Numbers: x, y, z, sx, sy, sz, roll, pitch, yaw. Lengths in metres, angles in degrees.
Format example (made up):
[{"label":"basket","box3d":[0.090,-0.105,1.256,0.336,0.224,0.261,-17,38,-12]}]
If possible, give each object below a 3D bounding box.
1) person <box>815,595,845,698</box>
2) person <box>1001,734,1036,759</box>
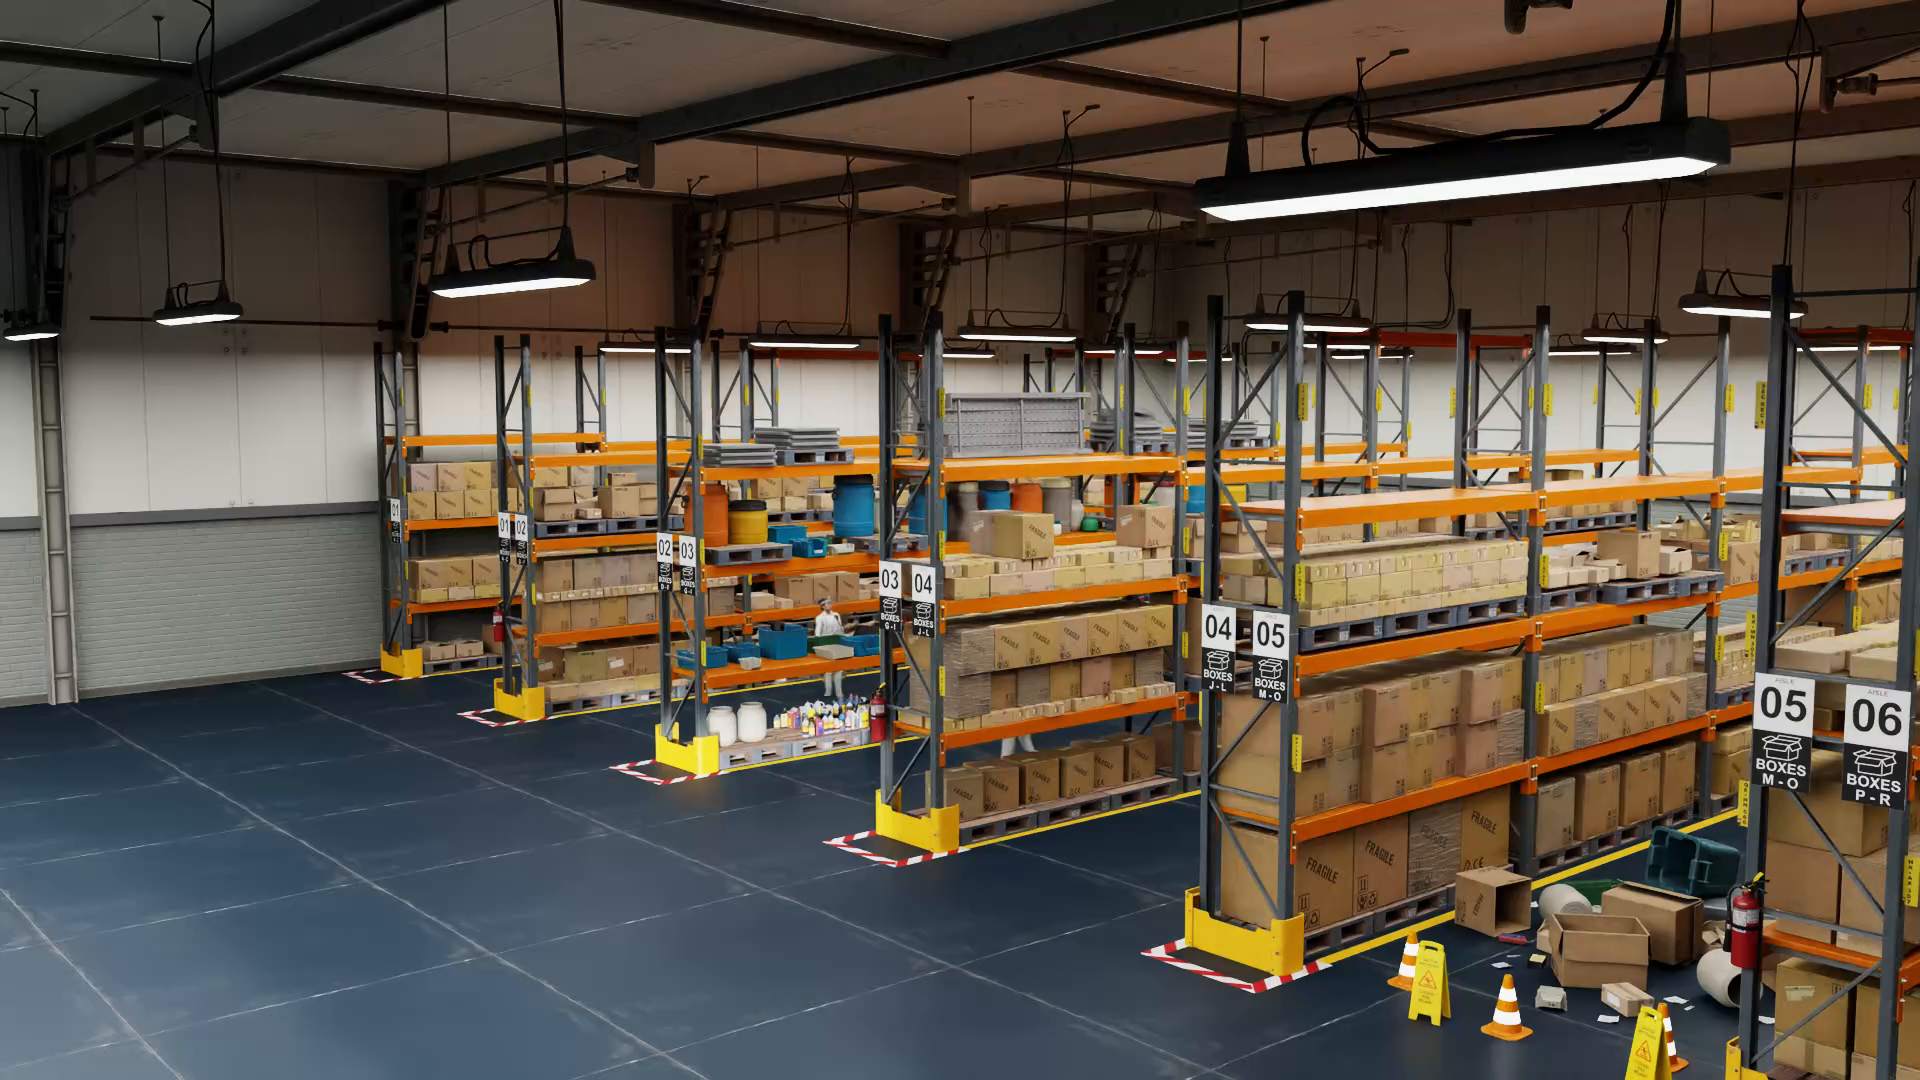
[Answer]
[{"label":"person","box3d":[-2.171,1.806,27.927,0.526,1.757,0.471,0,5,-1]},{"label":"person","box3d":[0.766,2.246,22.327,0.535,1.769,0.665,4,7,39]}]
